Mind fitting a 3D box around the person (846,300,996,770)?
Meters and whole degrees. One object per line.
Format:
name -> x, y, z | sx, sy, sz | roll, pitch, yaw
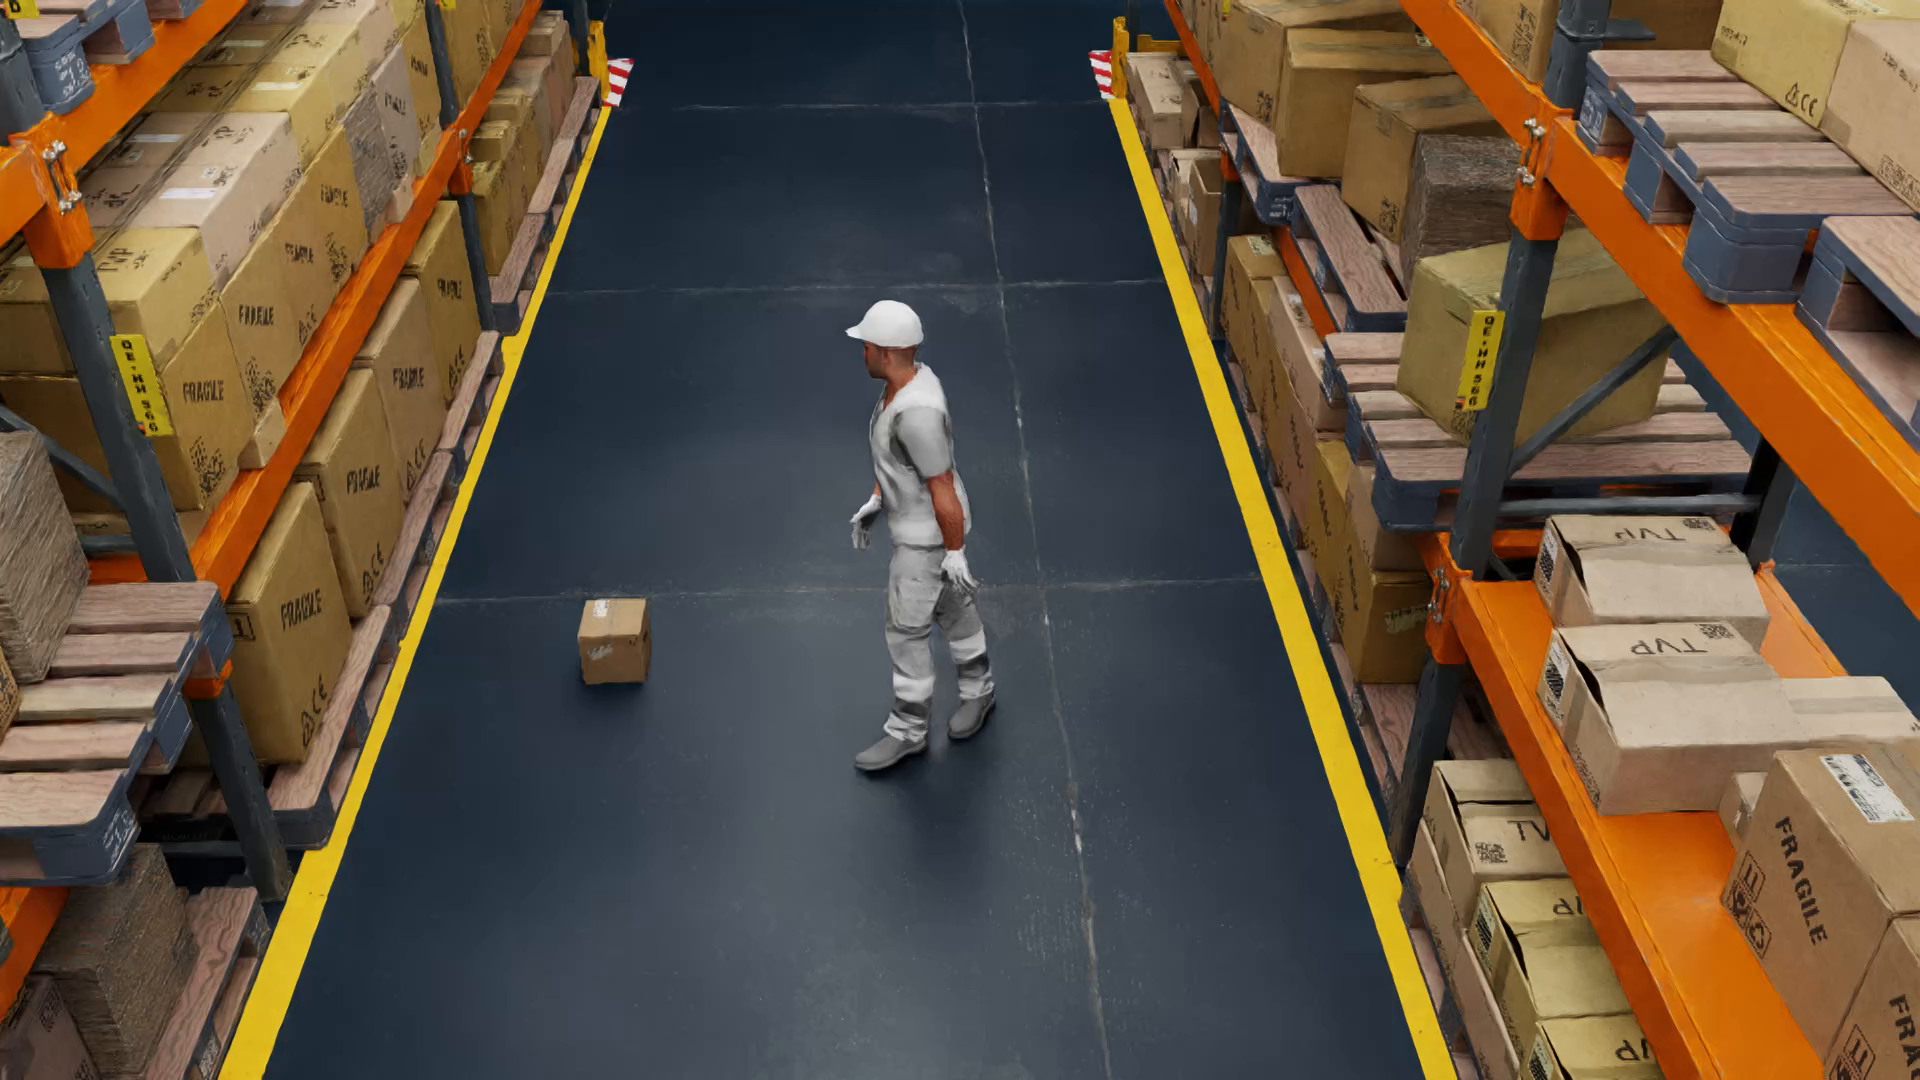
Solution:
person -> -0.137, -0.015, 6.147 | 0.568, 1.772, 0.664 | -1, 35, -2
